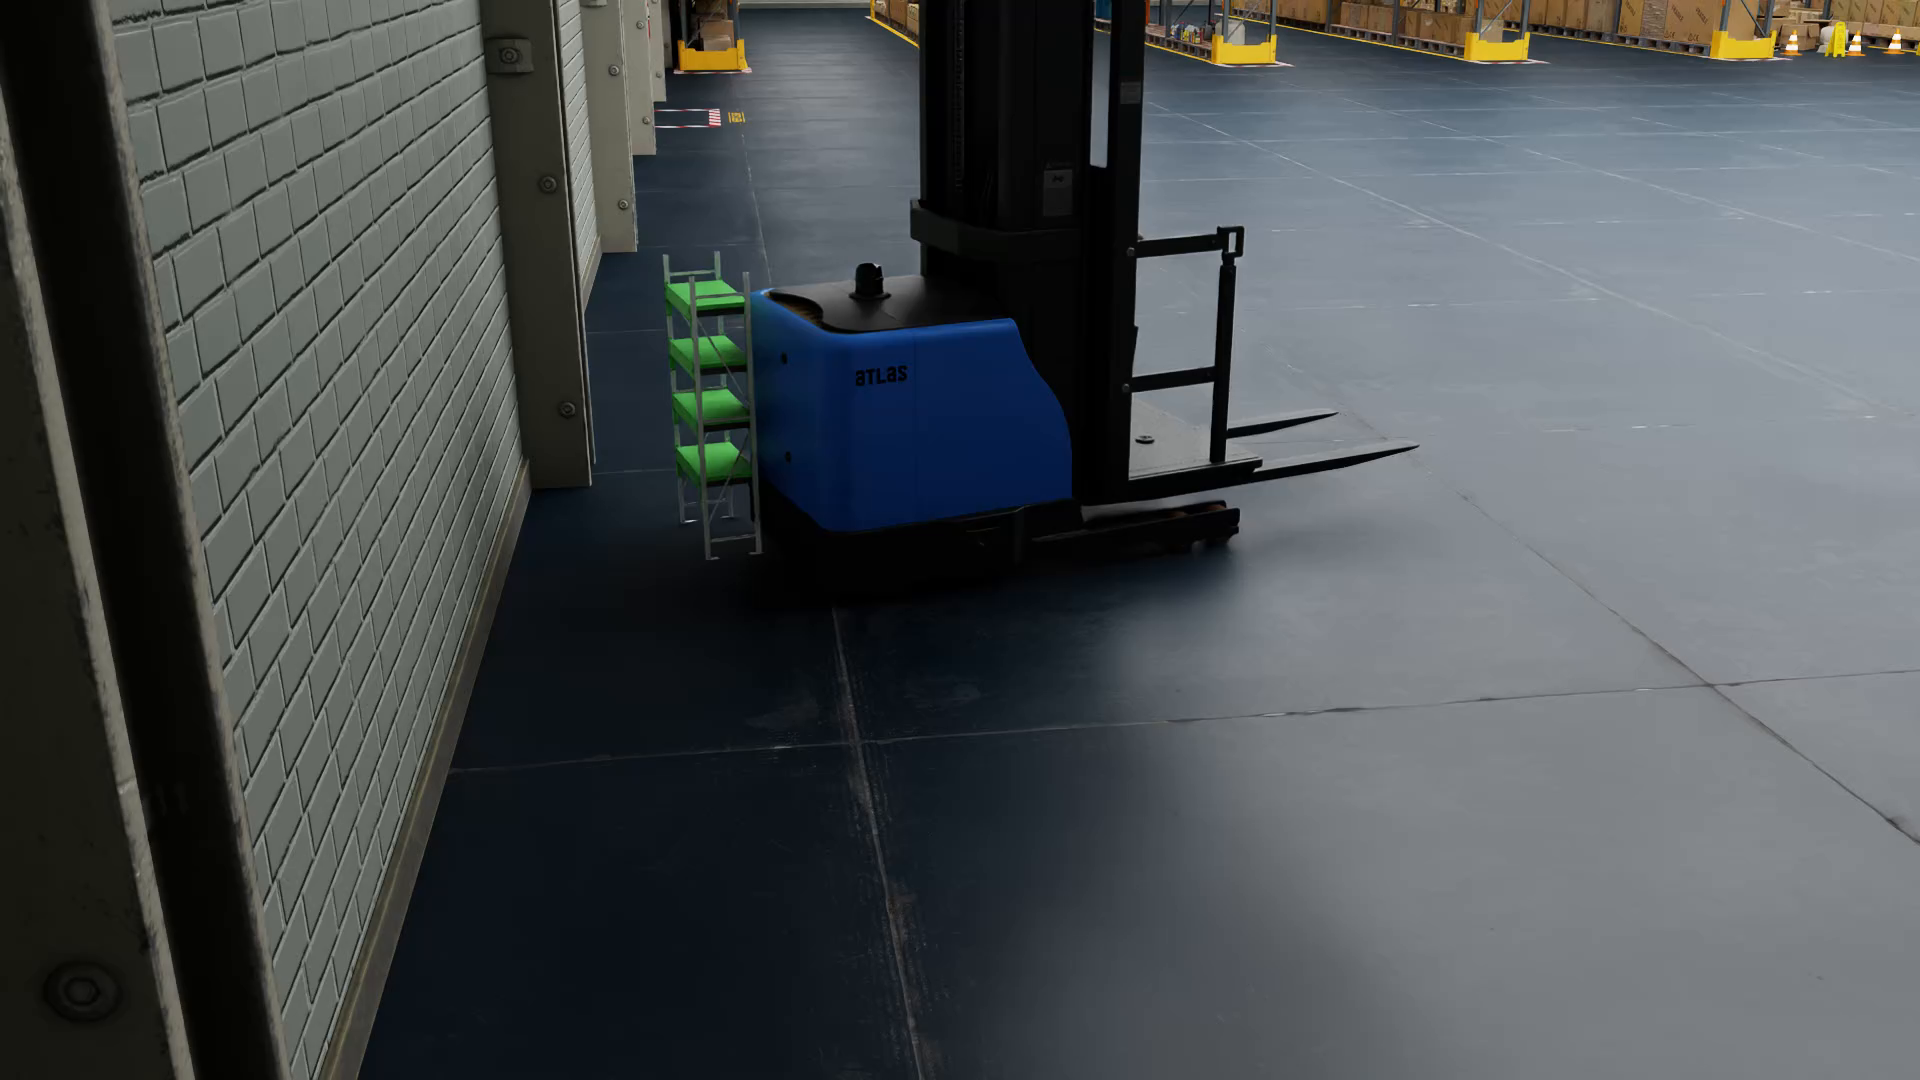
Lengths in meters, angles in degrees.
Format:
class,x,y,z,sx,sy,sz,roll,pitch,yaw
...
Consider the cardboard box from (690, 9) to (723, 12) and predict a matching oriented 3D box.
class,x,y,z,sx,sy,sz,roll,pitch,yaw
cardboard box,-5.378,-11.037,35.423,0.700,0.500,0.500,-3,21,-8

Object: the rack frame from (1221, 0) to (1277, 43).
class,x,y,z,sx,sy,sz,roll,pitch,yaw
rack frame,5.364,-10.333,30.595,1.000,3.000,0.127,-3,21,-8

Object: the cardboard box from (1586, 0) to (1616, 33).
class,x,y,z,sx,sy,sz,roll,pitch,yaw
cardboard box,14.433,-11.536,36.431,1.050,0.750,0.750,-3,21,-8

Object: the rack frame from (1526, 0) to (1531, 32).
class,x,y,z,sx,sy,sz,roll,pitch,yaw
rack frame,14.035,-13.568,39.256,1.000,3.000,0.127,-3,21,-8

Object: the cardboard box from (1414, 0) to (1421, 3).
class,x,y,z,sx,sy,sz,roll,pitch,yaw
cardboard box,12.739,-14.872,45.796,0.380,0.149,0.250,-2,21,-6

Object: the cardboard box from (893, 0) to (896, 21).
class,x,y,z,sx,sy,sz,roll,pitch,yaw
cardboard box,-1.351,-12.910,40.439,0.500,0.500,0.500,-3,21,-7

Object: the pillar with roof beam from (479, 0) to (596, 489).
class,x,y,z,sx,sy,sz,roll,pitch,yaw
pillar with roof beam,2.324,-4.750,7.072,9.100,9.000,0.400,-3,21,-8

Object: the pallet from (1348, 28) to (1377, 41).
class,x,y,z,sx,sy,sz,roll,pitch,yaw
pallet,9.396,-11.354,37.314,1.003,0.211,1.213,-3,21,-8

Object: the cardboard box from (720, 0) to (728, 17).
class,x,y,z,sx,sy,sz,roll,pitch,yaw
cardboard box,-5.569,-12.054,37.675,0.750,0.750,0.750,-3,21,-8

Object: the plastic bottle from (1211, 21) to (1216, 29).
class,x,y,z,sx,sy,sz,roll,pitch,yaw
plastic bottle,5.193,-10.408,33.953,0.144,0.351,0.185,-4,21,-10

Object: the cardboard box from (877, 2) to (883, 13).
class,x,y,z,sx,sy,sz,roll,pitch,yaw
cardboard box,-1.902,-13.993,43.696,0.500,0.250,0.500,-3,21,-8

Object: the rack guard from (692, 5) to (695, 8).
class,x,y,z,sx,sy,sz,roll,pitch,yaw
rack guard,-6.749,-14.210,44.549,1.175,0.500,0.348,-3,21,-8

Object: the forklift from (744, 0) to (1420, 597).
class,x,y,z,sx,sy,sz,roll,pitch,yaw
forklift,0.642,-1.485,7.003,3.031,2.935,1.130,-10,23,-24

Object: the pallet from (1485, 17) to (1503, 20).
class,x,y,z,sx,sy,sz,roll,pitch,yaw
pallet,13.751,-12.954,41.597,1.003,0.211,1.213,-3,21,-8

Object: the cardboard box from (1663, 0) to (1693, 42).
class,x,y,z,sx,sy,sz,roll,pitch,yaw
cardboard box,14.896,-10.535,33.573,0.875,0.875,0.875,-3,21,-9

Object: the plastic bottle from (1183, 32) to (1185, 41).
class,x,y,z,sx,sy,sz,roll,pitch,yaw
plastic bottle,4.538,-10.148,33.471,0.097,0.201,0.097,0,20,0

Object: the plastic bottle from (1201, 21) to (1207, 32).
class,x,y,z,sx,sy,sz,roll,pitch,yaw
plastic bottle,5.023,-10.467,34.112,0.144,0.351,0.185,-3,21,-8

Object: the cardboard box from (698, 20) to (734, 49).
class,x,y,z,sx,sy,sz,roll,pitch,yaw
cardboard box,-4.588,-9.566,31.486,0.700,0.500,0.500,-4,21,-11

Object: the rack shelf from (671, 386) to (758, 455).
class,x,y,z,sx,sy,sz,roll,pitch,yaw
rack shelf,-1.046,-0.511,7.050,0.258,0.148,0.480,-8,22,-20

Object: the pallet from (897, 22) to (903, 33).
class,x,y,z,sx,sy,sz,roll,pitch,yaw
pallet,-0.934,-12.230,39.659,1.003,0.211,1.213,-3,21,-8

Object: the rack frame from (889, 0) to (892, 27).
class,x,y,z,sx,sy,sz,roll,pitch,yaw
rack frame,-1.268,-14.239,41.053,1.000,3.000,0.127,-3,21,-8

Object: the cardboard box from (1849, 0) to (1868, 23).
class,x,y,z,sx,sy,sz,roll,pitch,yaw
cardboard box,19.402,-11.325,35.508,0.500,0.500,0.500,-2,21,-6

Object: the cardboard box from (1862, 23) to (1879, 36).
class,x,y,z,sx,sy,sz,roll,pitch,yaw
cardboard box,19.481,-10.790,35.149,0.500,0.250,0.500,-3,21,-8

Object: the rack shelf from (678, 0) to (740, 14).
class,x,y,z,sx,sy,sz,roll,pitch,yaw
rack shelf,-4.728,-10.189,31.237,1.077,0.370,4.000,-3,21,-8

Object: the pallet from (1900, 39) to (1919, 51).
class,x,y,z,sx,sy,sz,roll,pitch,yaw
pallet,19.979,-10.086,33.918,1.003,0.211,1.213,-3,21,-8

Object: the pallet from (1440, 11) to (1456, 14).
class,x,y,z,sx,sy,sz,roll,pitch,yaw
pallet,13.327,-13.877,44.069,1.003,0.211,1.213,-3,21,-8

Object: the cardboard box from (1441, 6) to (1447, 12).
class,x,y,z,sx,sy,sz,roll,pitch,yaw
cardboard box,13.008,-14.115,44.195,0.380,0.149,0.250,-4,21,-10

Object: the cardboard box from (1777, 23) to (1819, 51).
class,x,y,z,sx,sy,sz,roll,pitch,yaw
cardboard box,17.314,-10.394,34.325,0.637,0.503,0.797,17,27,39

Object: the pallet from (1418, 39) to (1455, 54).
class,x,y,z,sx,sy,sz,roll,pitch,yaw
pallet,10.000,-10.007,33.708,1.003,0.211,1.213,-3,21,-8

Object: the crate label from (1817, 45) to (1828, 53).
class,x,y,z,sx,sy,sz,roll,pitch,yaw
crate label,17.509,-9.921,33.582,0.250,0.136,0.298,-15,25,-35

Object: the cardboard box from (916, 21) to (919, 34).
class,x,y,z,sx,sy,sz,roll,pitch,yaw
cardboard box,-0.678,-11.036,35.805,0.500,0.250,0.500,-2,21,-7

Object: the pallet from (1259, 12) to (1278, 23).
class,x,y,z,sx,sy,sz,roll,pitch,yaw
pallet,8.504,-13.698,43.591,1.003,0.211,1.213,-3,21,-8

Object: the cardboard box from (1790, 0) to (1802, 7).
class,x,y,z,sx,sy,sz,roll,pitch,yaw
cardboard box,22.831,-14.707,45.612,0.396,0.266,0.258,-2,21,-6

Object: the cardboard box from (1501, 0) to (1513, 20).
class,x,y,z,sx,sy,sz,roll,pitch,yaw
cardboard box,13.610,-12.988,40.676,0.500,0.500,0.500,-2,21,-6

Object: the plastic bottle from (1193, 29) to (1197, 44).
class,x,y,z,sx,sy,sz,roll,pitch,yaw
plastic bottle,4.631,-9.920,32.742,0.061,0.283,0.133,-2,21,-6

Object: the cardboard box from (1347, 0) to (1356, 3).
class,x,y,z,sx,sy,sz,roll,pitch,yaw
cardboard box,9.239,-12.509,38.292,0.500,0.250,0.500,-2,21,-6

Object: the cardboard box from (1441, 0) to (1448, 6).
class,x,y,z,sx,sy,sz,roll,pitch,yaw
cardboard box,12.991,-14.231,44.081,0.380,0.149,0.250,-4,21,-10

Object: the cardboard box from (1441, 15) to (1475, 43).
class,x,y,z,sx,sy,sz,roll,pitch,yaw
cardboard box,10.001,-10.249,33.341,0.500,0.500,0.500,-1,21,-3

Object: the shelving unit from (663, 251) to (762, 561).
class,x,y,z,sx,sy,sz,roll,pitch,yaw
shelving unit,-1.046,-0.571,7.028,0.258,1.200,0.503,-8,22,-20

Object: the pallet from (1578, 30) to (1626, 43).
class,x,y,z,sx,sy,sz,roll,pitch,yaw
pallet,14.426,-11.140,36.741,1.003,0.211,1.213,-3,21,-8

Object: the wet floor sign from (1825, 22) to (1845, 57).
class,x,y,z,sx,sy,sz,roll,pitch,yaw
wet floor sign,17.152,-9.785,32.492,0.267,0.644,0.232,-7,21,-17

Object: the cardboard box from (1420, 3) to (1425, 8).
class,x,y,z,sx,sy,sz,roll,pitch,yaw
cardboard box,12.861,-14.652,45.632,0.380,0.149,0.250,-3,21,-8

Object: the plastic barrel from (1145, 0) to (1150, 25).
class,x,y,z,sx,sy,sz,roll,pitch,yaw
plastic barrel,4.124,-12.451,38.768,0.600,0.830,0.708,-3,21,-8

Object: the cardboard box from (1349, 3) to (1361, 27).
class,x,y,z,sx,sy,sz,roll,pitch,yaw
cardboard box,9.321,-11.965,37.909,0.700,0.500,0.500,-5,21,-12

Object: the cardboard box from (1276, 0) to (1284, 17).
class,x,y,z,sx,sy,sz,roll,pitch,yaw
cardboard box,8.648,-13.718,42.095,1.225,0.875,0.875,-3,21,-8

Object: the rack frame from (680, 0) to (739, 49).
class,x,y,z,sx,sy,sz,roll,pitch,yaw
rack frame,-4.439,-9.833,29.257,1.000,3.000,0.127,-3,21,-8

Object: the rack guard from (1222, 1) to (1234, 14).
class,x,y,z,sx,sy,sz,roll,pitch,yaw
rack guard,7.956,-14.960,46.555,1.175,0.500,0.348,-3,21,-8

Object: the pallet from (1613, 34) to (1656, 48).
class,x,y,z,sx,sy,sz,roll,pitch,yaw
pallet,14.644,-10.609,35.320,1.003,0.211,1.213,-3,21,-8
